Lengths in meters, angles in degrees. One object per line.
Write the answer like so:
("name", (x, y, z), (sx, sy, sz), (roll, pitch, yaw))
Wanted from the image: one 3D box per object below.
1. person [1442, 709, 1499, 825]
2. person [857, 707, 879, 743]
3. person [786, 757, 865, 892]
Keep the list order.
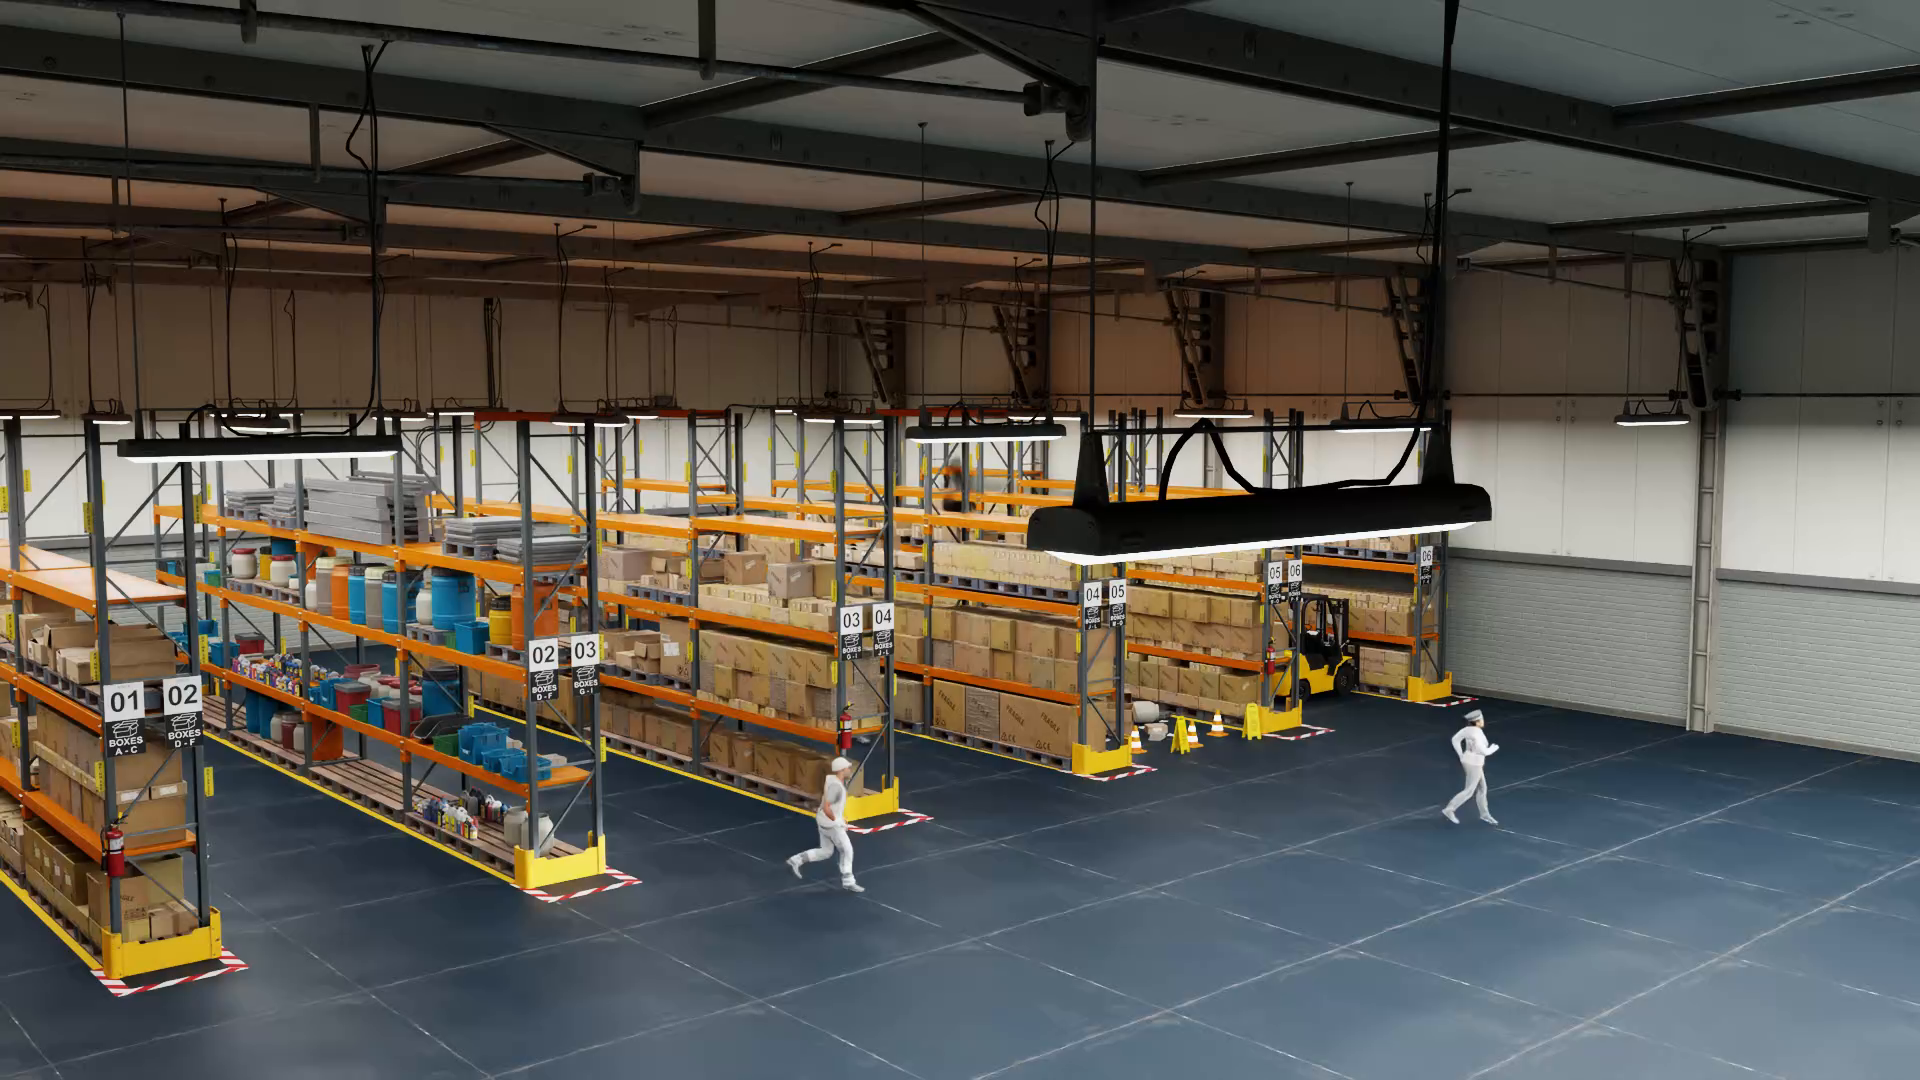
("person", (7.507, 3.330, 24.338), (0.829, 1.722, 0.629), (0, 5, -1))
("person", (-1.686, 2.860, 30.056), (0.589, 1.653, 0.528), (-4, 7, -41))
("person", (-1.700, 3.627, 21.048), (1.008, 1.772, 0.660), (-1, 5, -14))
